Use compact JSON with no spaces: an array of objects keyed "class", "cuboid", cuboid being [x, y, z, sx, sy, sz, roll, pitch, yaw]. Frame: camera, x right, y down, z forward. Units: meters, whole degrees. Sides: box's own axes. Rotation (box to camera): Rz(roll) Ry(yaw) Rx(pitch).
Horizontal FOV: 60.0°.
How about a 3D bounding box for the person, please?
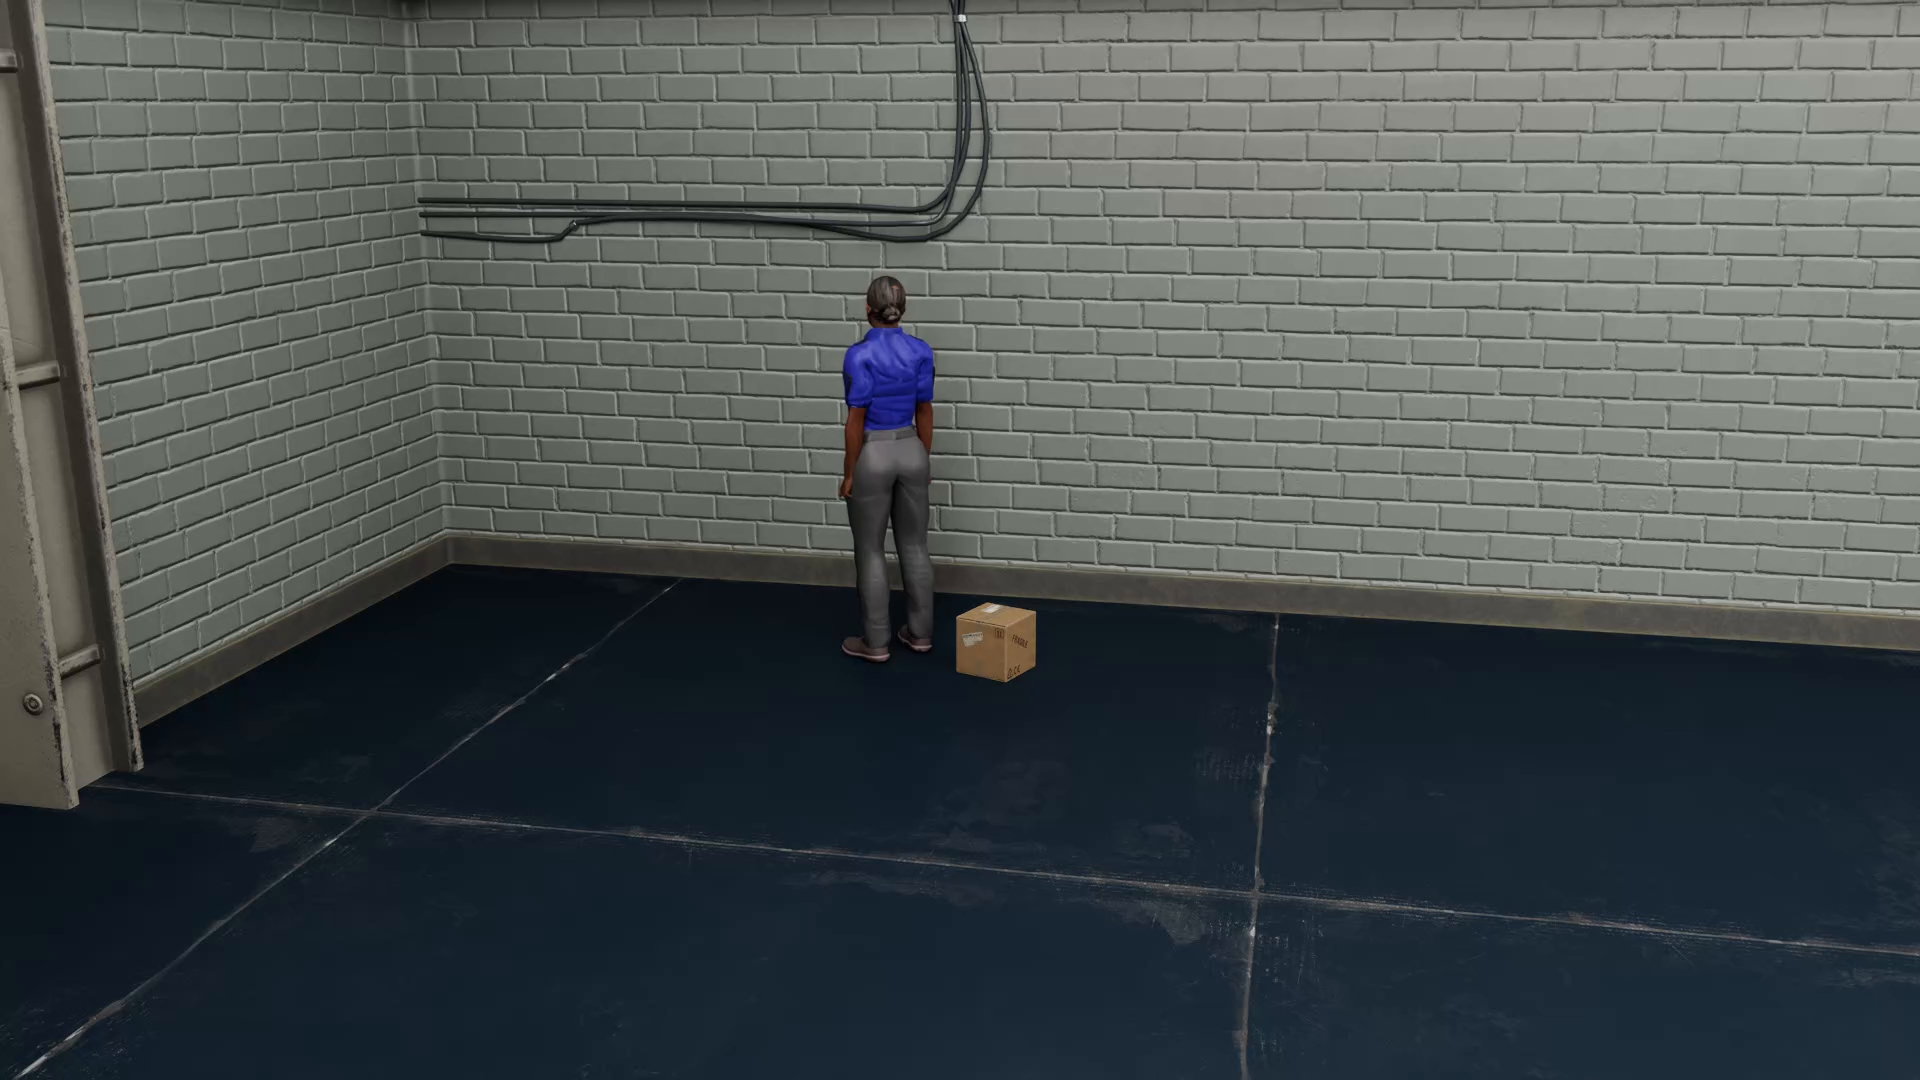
[{"class":"person","cuboid":[-0.319,-0.308,7.182,0.446,1.662,0.324,-9,17,-29]}]
